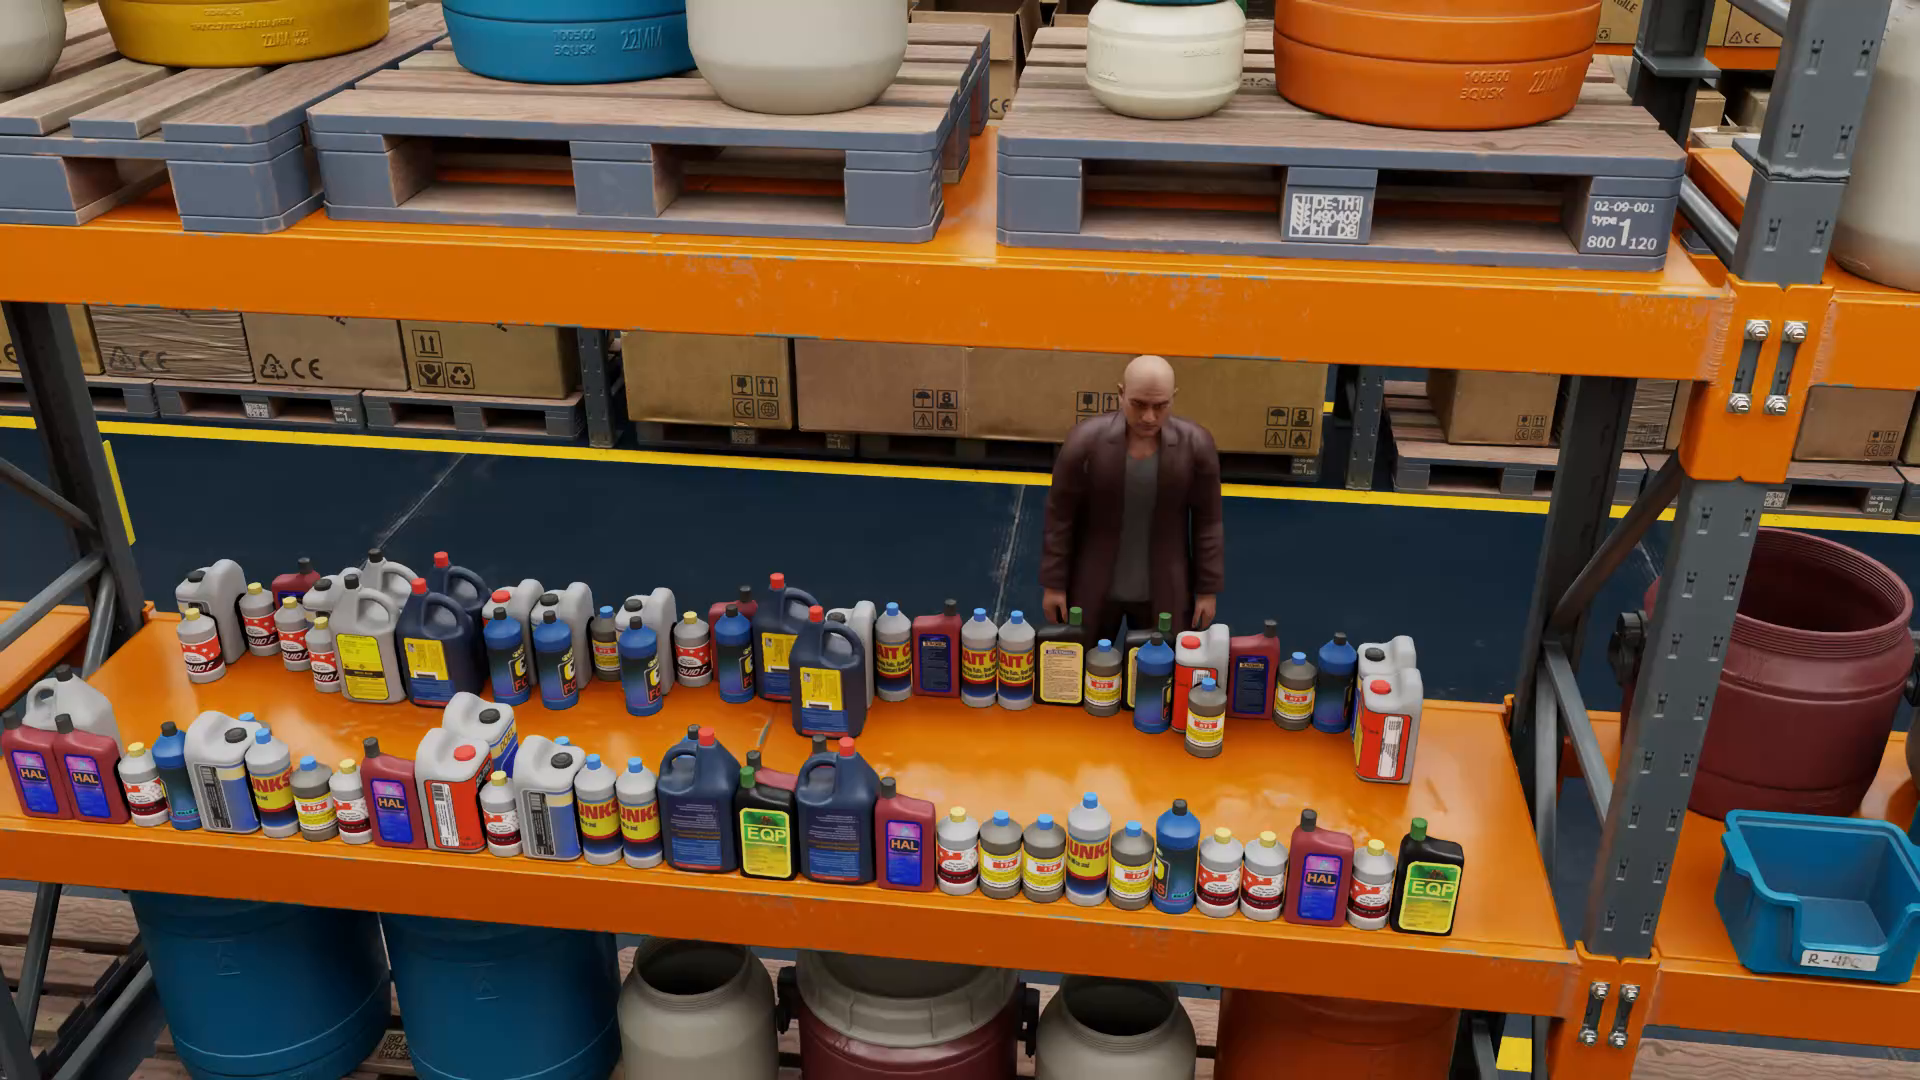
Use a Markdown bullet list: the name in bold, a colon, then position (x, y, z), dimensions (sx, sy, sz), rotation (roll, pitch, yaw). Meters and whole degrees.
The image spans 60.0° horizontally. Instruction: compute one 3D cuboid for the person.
- **person**: position (0.596, 0.171, 5.816), dimensions (0.653, 1.774, 0.422), rotation (2, 28, 3)
